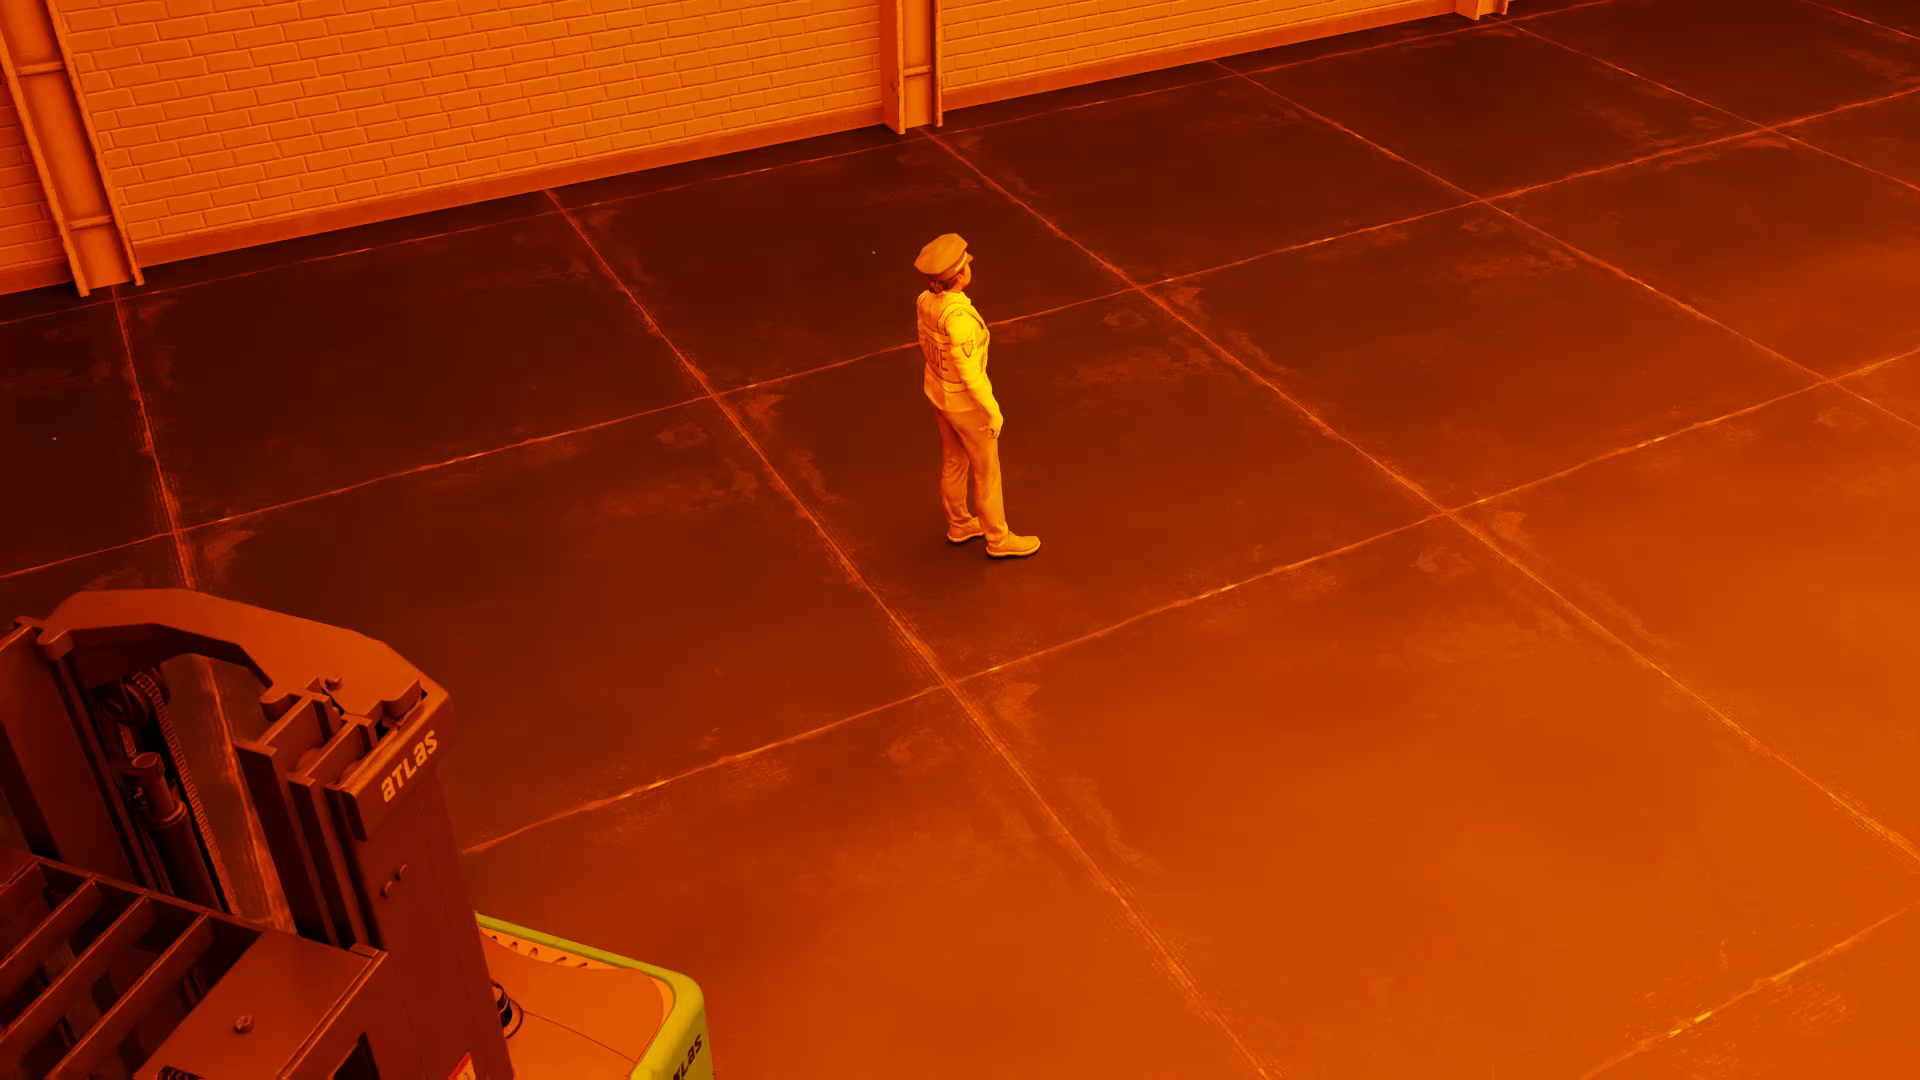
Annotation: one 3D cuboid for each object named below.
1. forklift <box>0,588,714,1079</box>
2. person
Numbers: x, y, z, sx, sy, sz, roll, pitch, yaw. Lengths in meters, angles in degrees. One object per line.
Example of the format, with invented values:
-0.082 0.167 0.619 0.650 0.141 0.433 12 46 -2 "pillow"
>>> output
-1.720 1.699 3.720 1.130 2.935 3.031 12 37 16 "forklift"
0.064 -0.713 8.191 0.531 1.695 0.587 -17 39 -23 "person"
